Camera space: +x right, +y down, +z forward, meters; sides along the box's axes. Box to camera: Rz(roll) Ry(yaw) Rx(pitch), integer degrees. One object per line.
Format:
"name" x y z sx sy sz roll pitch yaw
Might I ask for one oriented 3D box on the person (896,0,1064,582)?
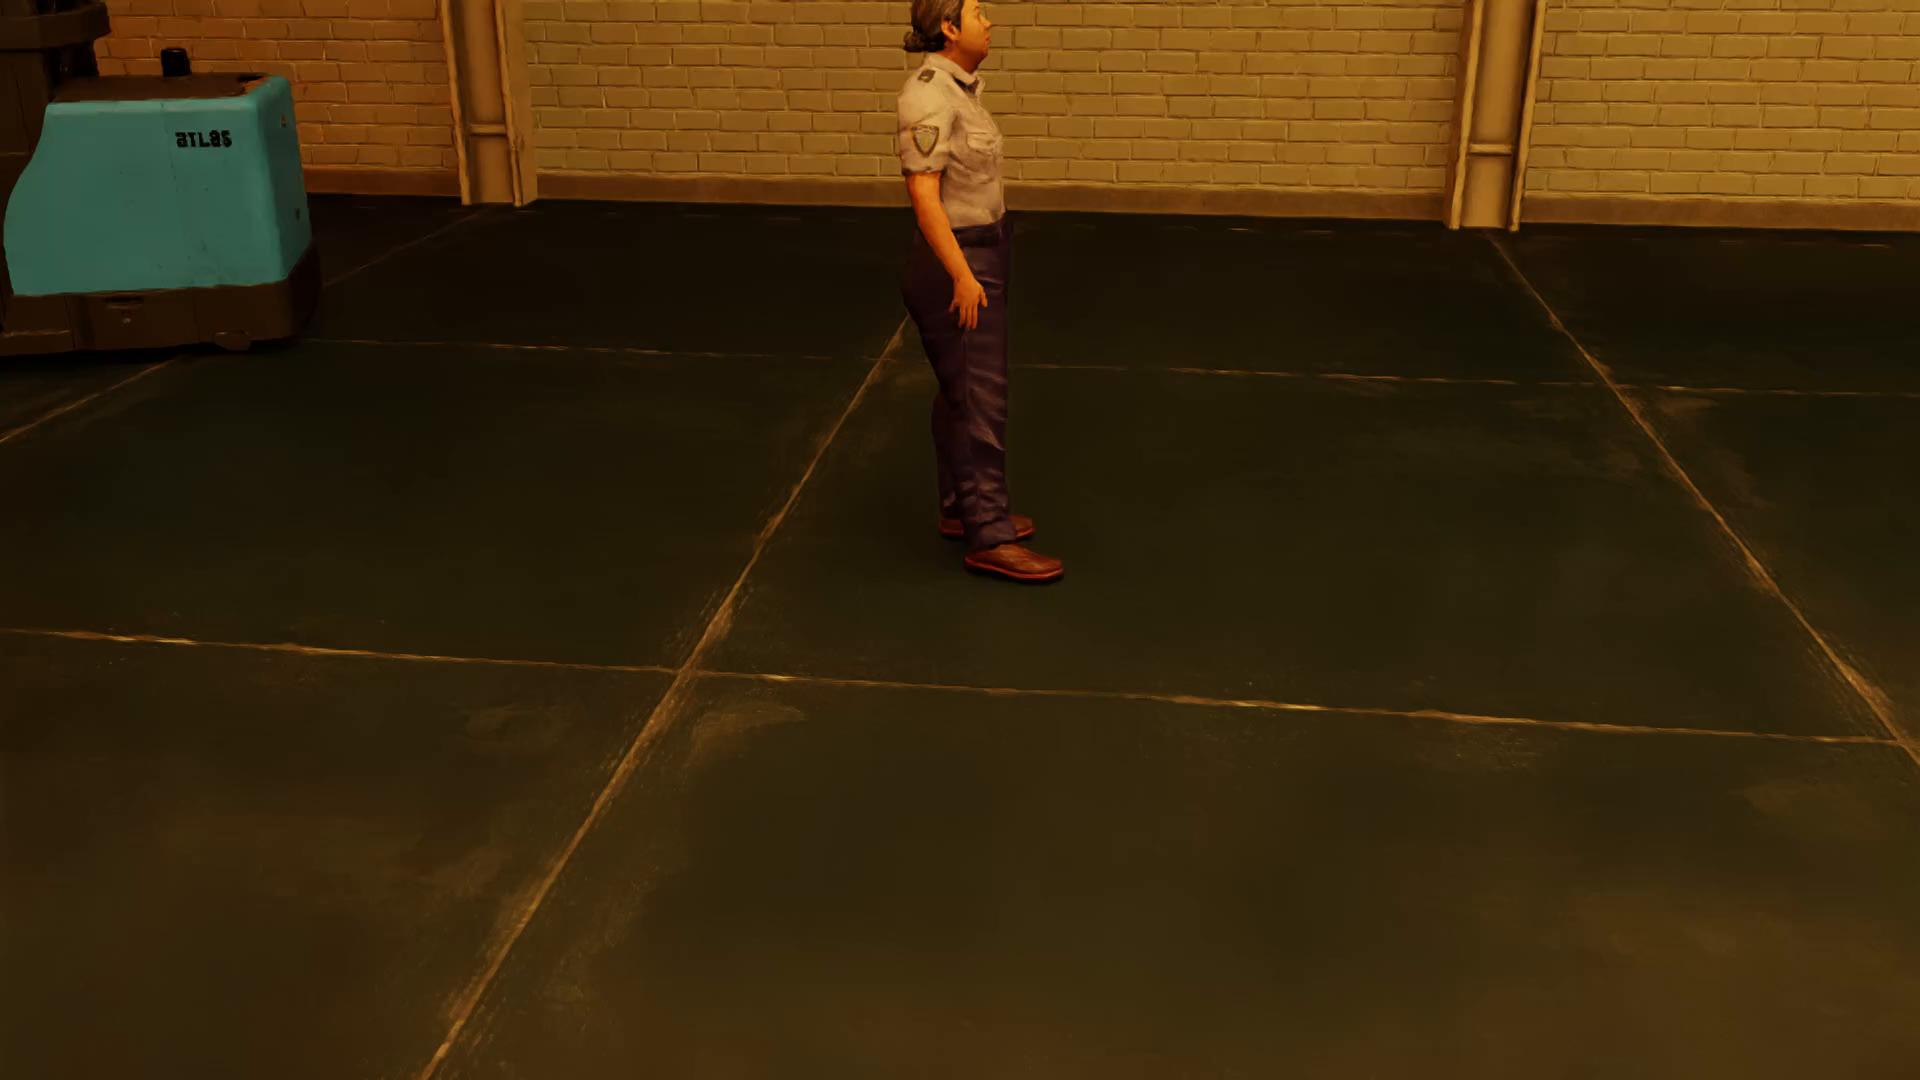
"person" 0.086 -0.753 4.837 0.502 1.640 0.599 3 22 7

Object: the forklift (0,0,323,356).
"forklift" -4.447 -2.225 6.780 3.031 2.935 1.130 -5 22 -12
